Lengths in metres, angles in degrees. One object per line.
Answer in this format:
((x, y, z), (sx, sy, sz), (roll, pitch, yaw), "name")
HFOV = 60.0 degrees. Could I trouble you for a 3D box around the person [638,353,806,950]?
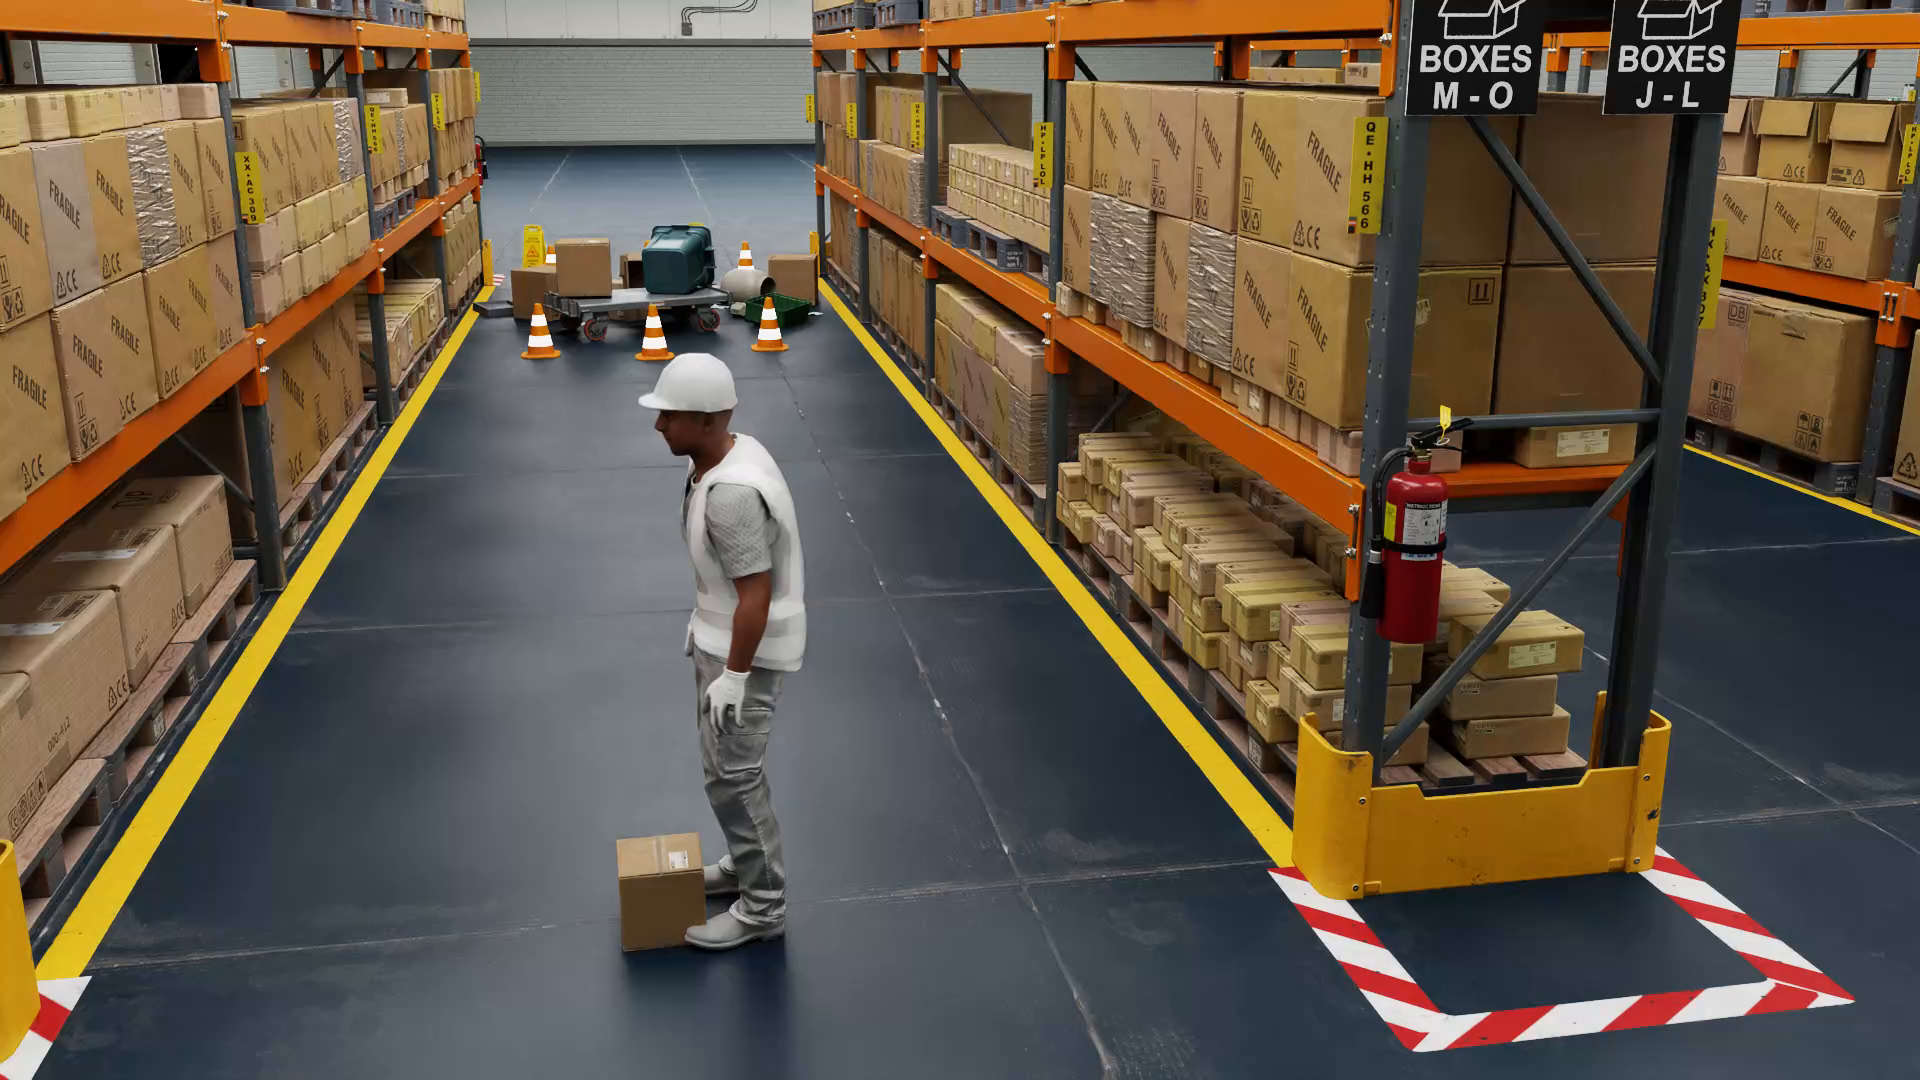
((-0.682, 0.325, 4.890), (0.443, 1.776, 0.630), (-4, 17, -13), "person")
